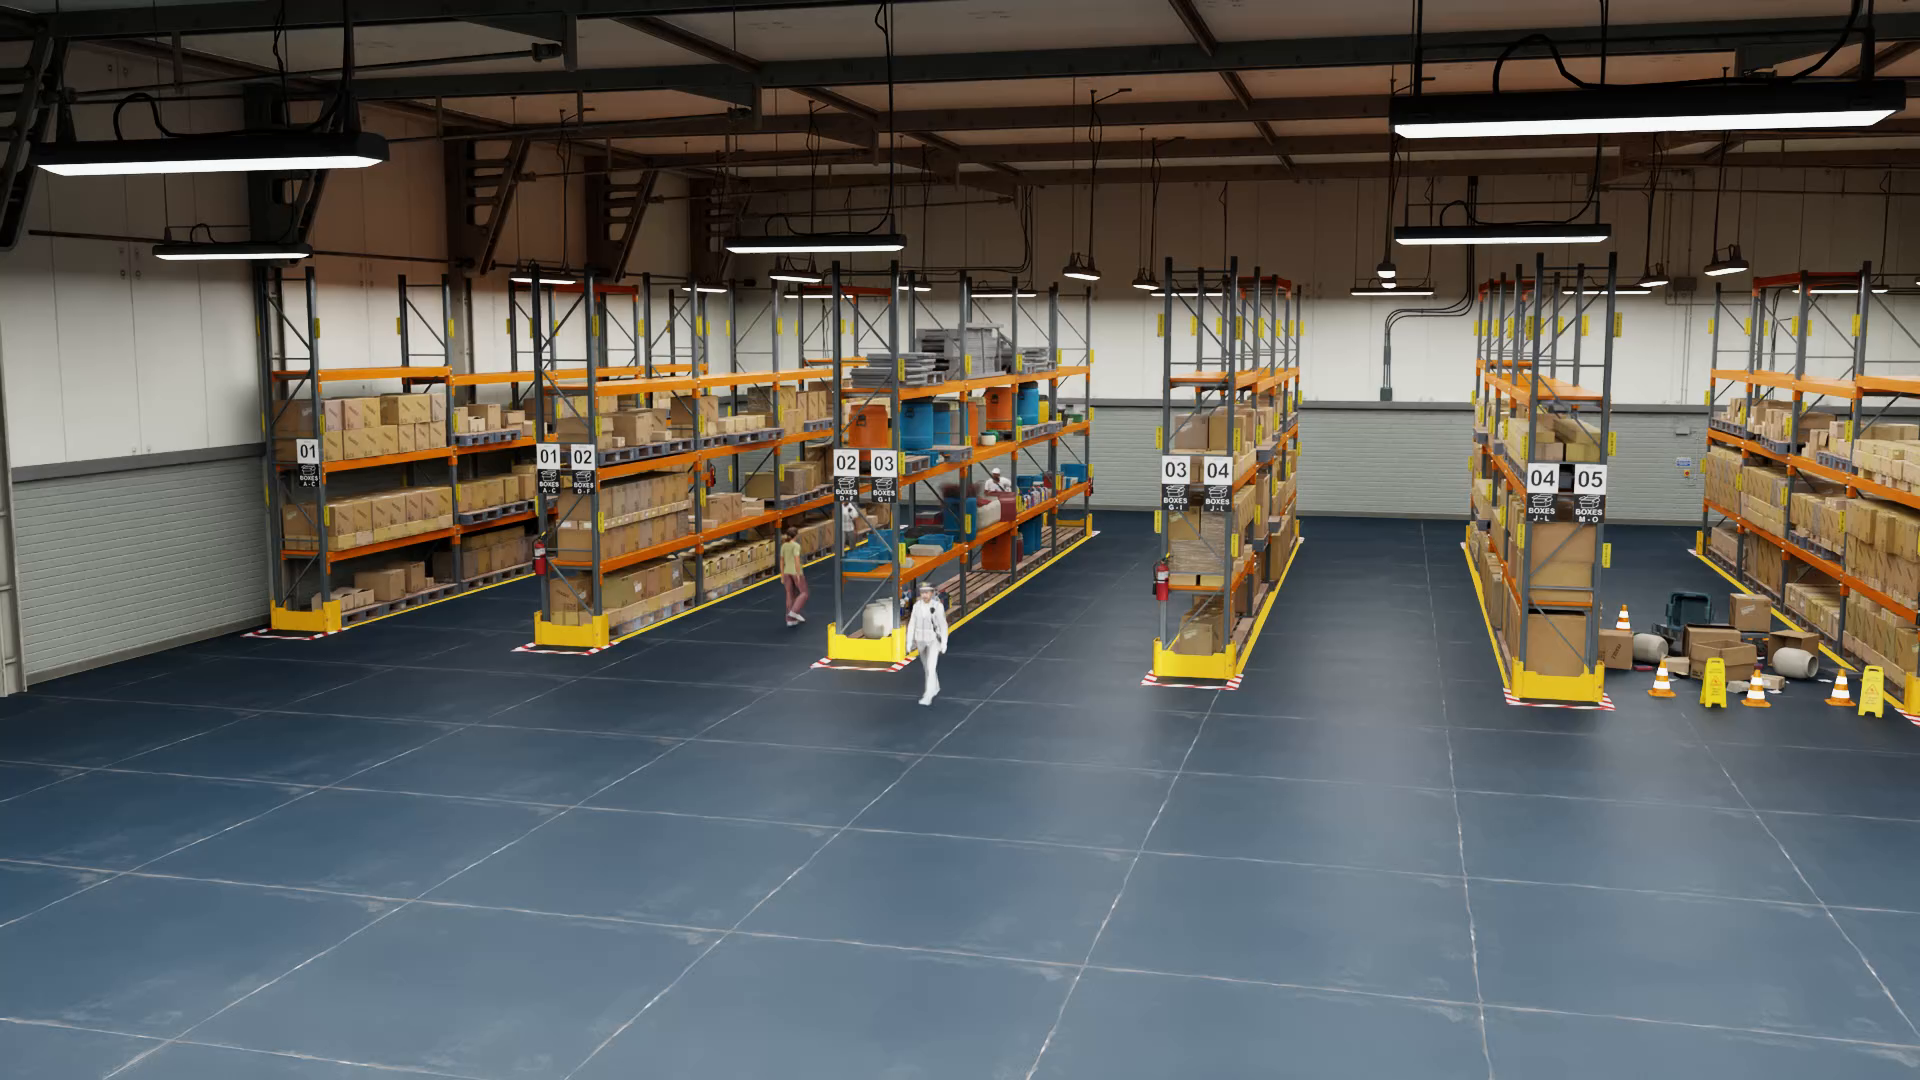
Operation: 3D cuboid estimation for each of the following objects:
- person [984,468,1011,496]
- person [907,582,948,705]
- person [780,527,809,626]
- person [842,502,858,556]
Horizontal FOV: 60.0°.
[{"bbox_3d":[0.939,-0.941,40.391,0.697,1.659,0.722,4,8,27],"label":"person"},{"bbox_3d":[-0.457,1.356,22.303,0.502,1.613,1.040,4,8,28],"label":"person"},{"bbox_3d":[-2.839,0.613,28.104,0.513,1.659,0.471,3,8,24],"label":"person"},{"bbox_3d":[-2.347,-0.198,34.542,0.513,1.620,1.021,2,7,12],"label":"person"}]
